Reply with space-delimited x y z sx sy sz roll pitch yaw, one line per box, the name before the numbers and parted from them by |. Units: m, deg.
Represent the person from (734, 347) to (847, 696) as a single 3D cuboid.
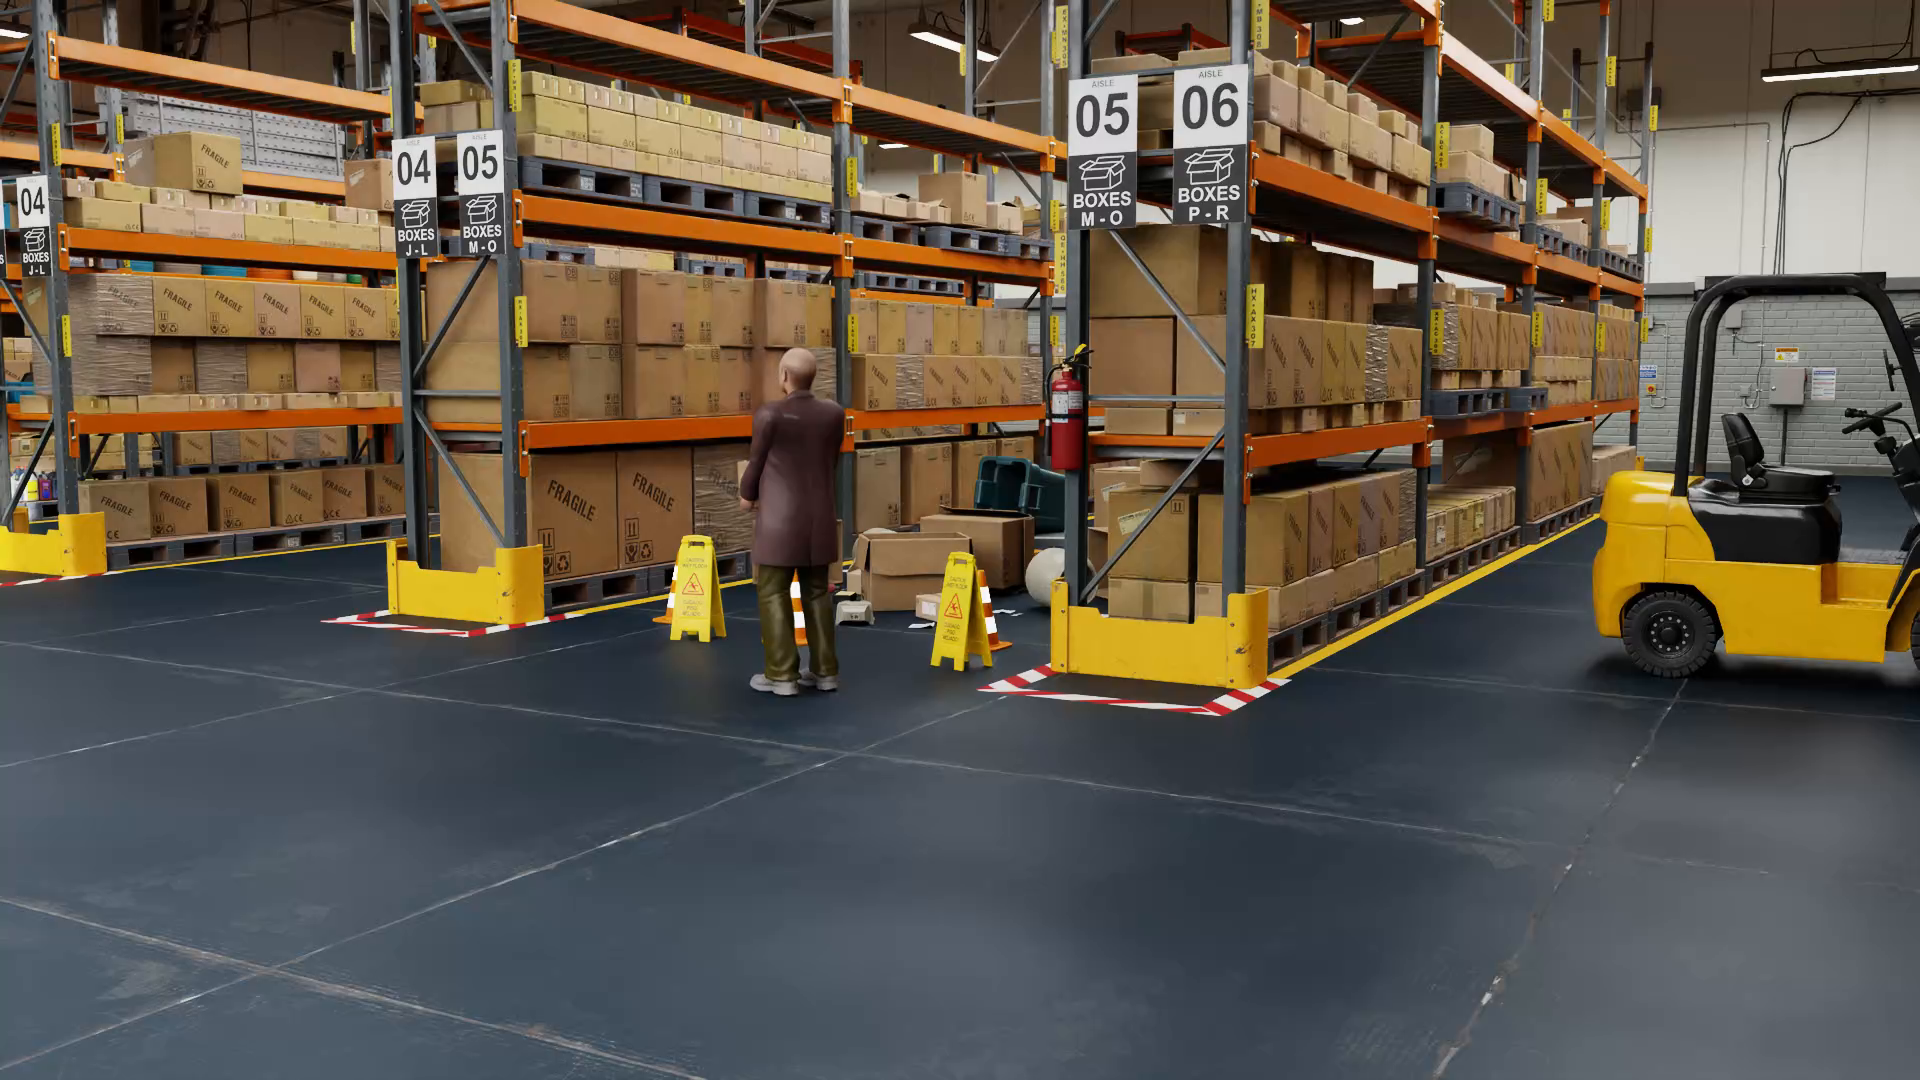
person | -0.872 -0.100 8.555 0.653 1.773 0.423 -5 7 -39
